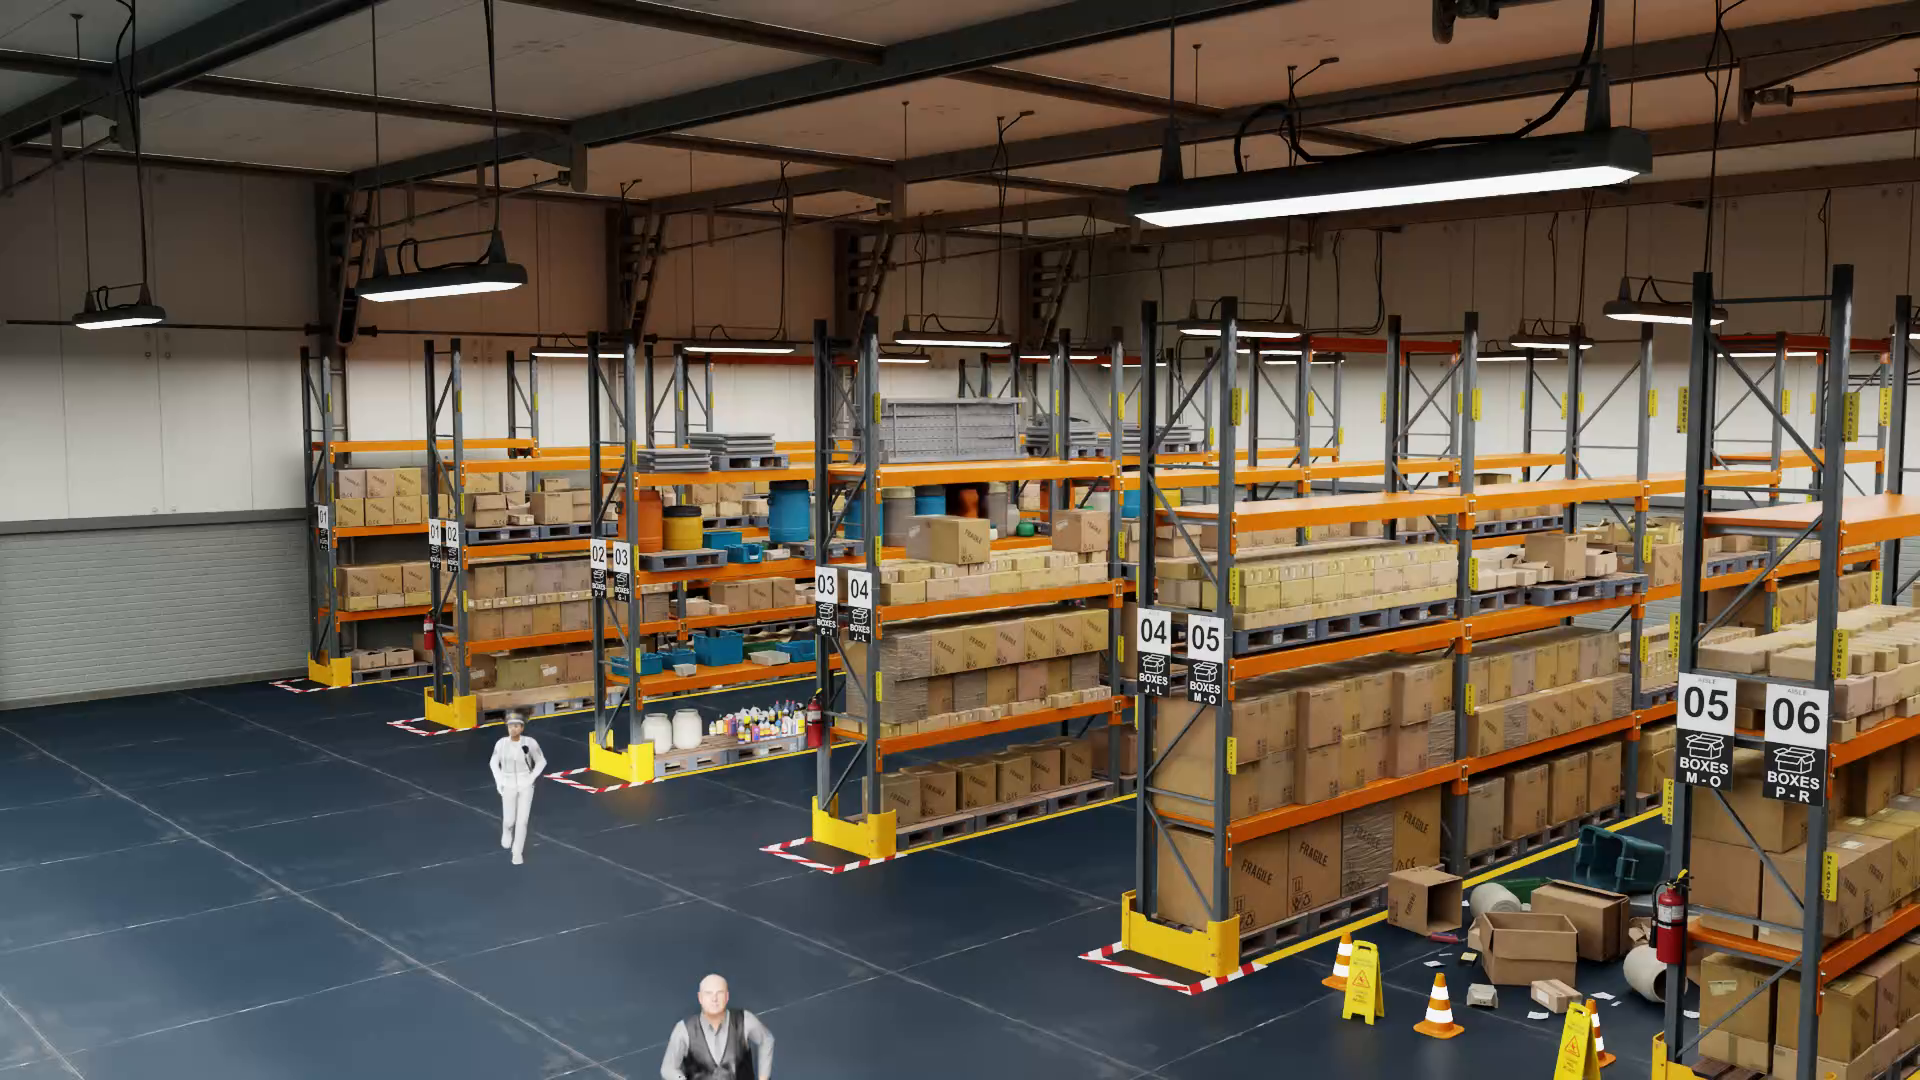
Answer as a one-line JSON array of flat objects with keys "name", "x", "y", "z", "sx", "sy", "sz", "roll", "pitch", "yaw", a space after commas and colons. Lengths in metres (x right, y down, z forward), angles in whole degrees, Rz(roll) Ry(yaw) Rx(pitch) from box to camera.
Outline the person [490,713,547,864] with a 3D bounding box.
[{"name": "person", "x": -4.889, "y": 2.727, "z": 18.420, "sx": 0.610, "sy": 1.671, "sz": 0.587, "roll": -1, "pitch": 5, "yaw": -11}]

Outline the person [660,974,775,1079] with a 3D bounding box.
[{"name": "person", "x": -1.438, "y": 3.436, "z": 9.898, "sx": 0.680, "sy": 1.700, "sz": 0.633, "roll": -1, "pitch": 5, "yaw": -7}]
